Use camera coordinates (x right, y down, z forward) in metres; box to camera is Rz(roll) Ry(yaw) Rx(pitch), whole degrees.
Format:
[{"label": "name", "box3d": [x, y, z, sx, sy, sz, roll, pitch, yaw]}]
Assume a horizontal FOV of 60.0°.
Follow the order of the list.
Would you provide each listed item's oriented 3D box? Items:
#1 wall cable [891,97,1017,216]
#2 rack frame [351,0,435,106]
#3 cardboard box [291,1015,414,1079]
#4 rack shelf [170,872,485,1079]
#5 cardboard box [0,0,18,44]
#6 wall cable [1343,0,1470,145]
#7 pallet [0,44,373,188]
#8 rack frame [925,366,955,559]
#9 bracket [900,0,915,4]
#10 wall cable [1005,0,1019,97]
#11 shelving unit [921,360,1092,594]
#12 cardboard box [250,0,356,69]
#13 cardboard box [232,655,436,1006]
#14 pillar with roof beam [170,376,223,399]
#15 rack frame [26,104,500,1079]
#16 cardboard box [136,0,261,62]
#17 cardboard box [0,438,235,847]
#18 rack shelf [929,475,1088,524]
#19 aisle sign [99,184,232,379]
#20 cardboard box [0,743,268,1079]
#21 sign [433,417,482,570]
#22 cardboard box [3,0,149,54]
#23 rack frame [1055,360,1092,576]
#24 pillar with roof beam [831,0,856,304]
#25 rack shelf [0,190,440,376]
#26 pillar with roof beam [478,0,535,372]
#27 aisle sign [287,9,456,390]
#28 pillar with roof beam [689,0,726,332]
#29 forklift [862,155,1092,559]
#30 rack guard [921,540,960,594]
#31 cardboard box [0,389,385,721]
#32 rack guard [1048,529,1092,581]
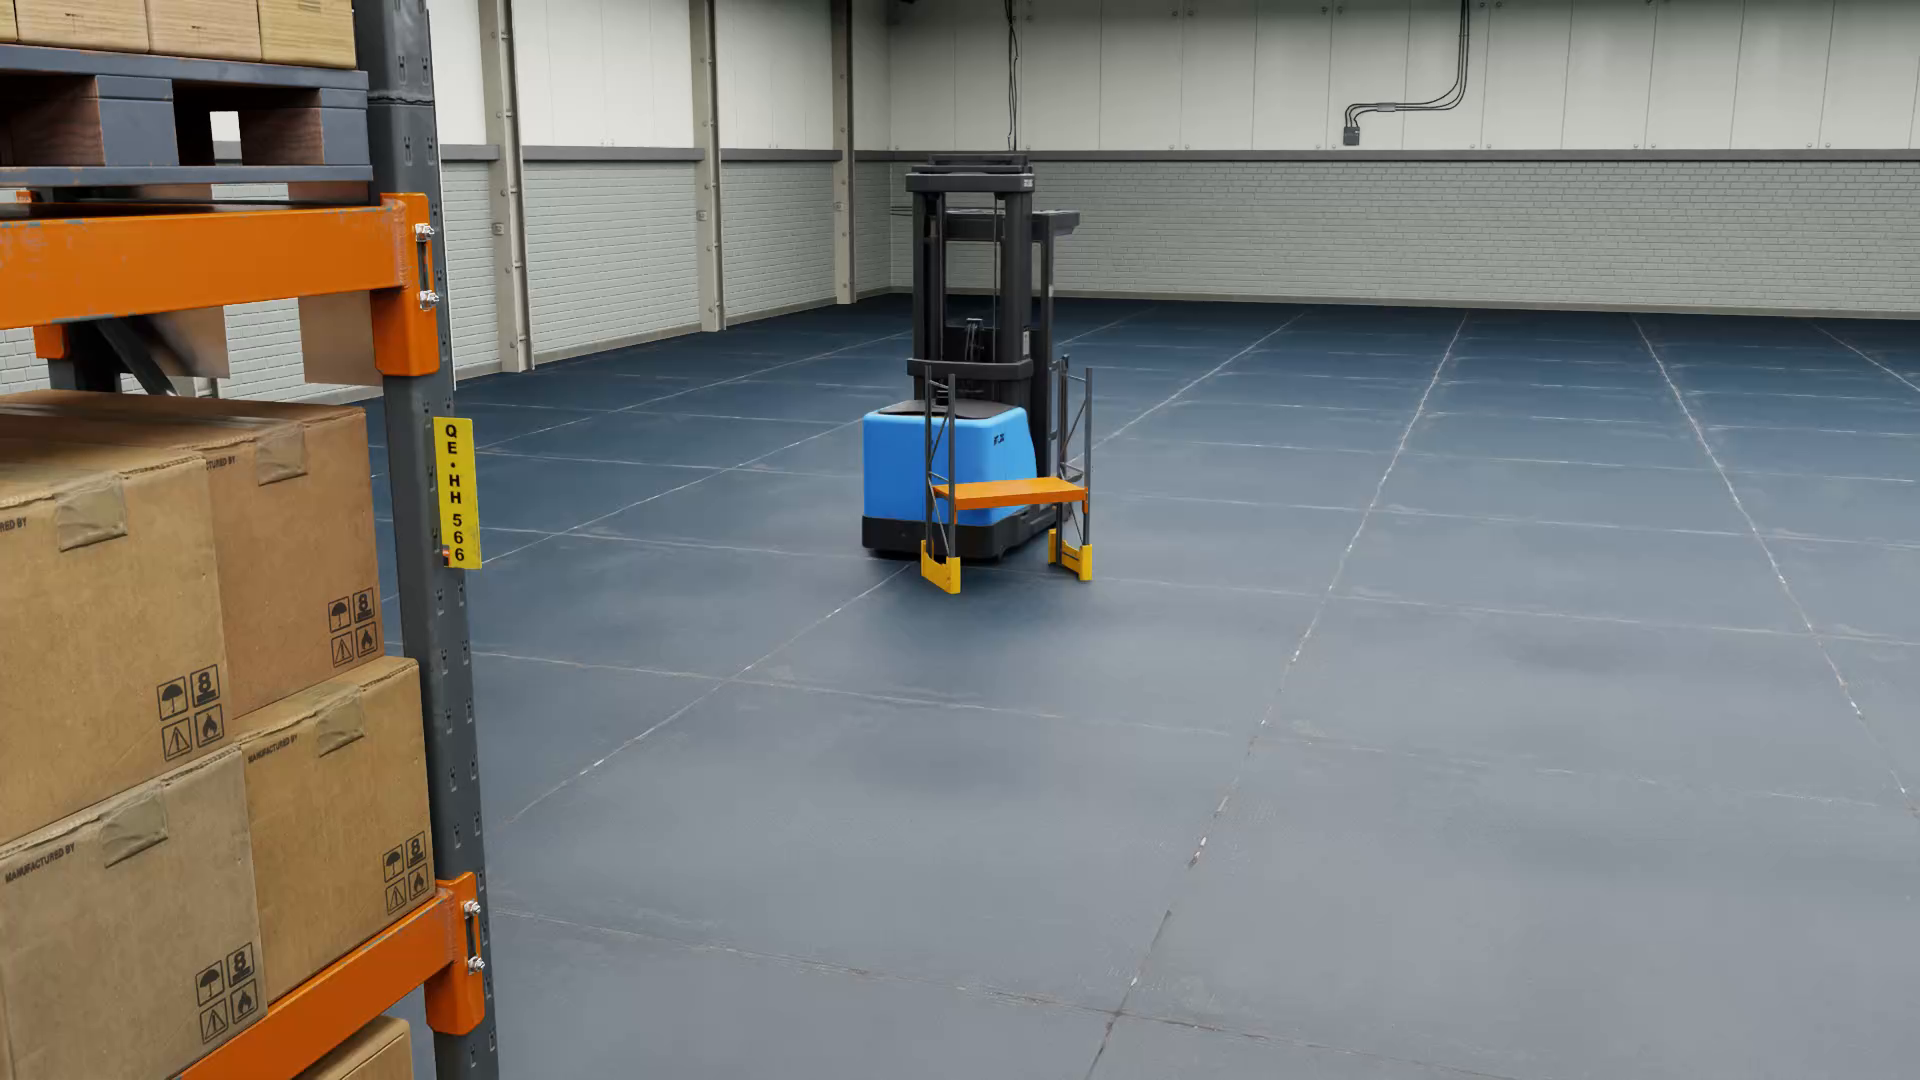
[{"label": "wall cable", "box3d": [-0.164, -8.323, 36.210, 3.097, 2.526, 0.112, 4, 14, 18]}, {"label": "rack frame", "box3d": [-1.583, -2.385, 3.216, 1.000, 3.000, 0.127, 4, 14, 18]}, {"label": "cardboard box", "box3d": [-1.740, 1.518, 3.427, 0.875, 0.875, 0.875, 4, 14, 19]}, {"label": "rack shelf", "box3d": [-2.230, 1.311, 2.119, 1.077, 0.370, 4.000, 4, 14, 18]}, {"label": "cardboard box", "box3d": [-1.617, -0.799, 2.404, 0.380, 0.149, 0.250, 4, 14, 19]}, {"label": "wall cable", "box3d": [8.814, -10.808, 32.476, 2.305, 6.003, 0.169, 4, 14, 18]}, {"label": "pallet", "box3d": [-1.813, -0.723, 2.872, 1.003, 0.211, 1.213, 4, 14, 18]}, {"label": "rack frame", "box3d": [-0.139, -0.426, 11.484, 0.032, 1.500, 0.500, -5, 14, -21]}, {"label": "bracket", "box3d": [-1.132, -11.628, 35.620, 0.235, 0.232, 0.430, 4, 14, 18]}, {"label": "wall cable", "box3d": [2.396, -10.591, 34.794, 3.097, 2.526, 0.112, 4, 14, 18]}, {"label": "shelving unit", "box3d": [0.326, -0.466, 11.661, 1.083, 1.500, 0.587, -5, 14, -21]}, {"label": "cardboard box", "box3d": [-1.370, -0.960, 3.107, 0.380, 0.149, 0.250, 4, 14, 18]}, {"label": "cardboard box", "box3d": [-1.660, 0.548, 3.511, 0.875, 0.550, 0.550, 4, 14, 18]}, {"label": "pillar with roof beam", "box3d": [-4.119, -5.212, 15.601, 9.100, 9.000, 0.400, 4, 14, 18]}, {"label": "rack frame", "box3d": [-1.583, 0.539, 3.884, 1.000, 3.000, 0.127, 4, 14, 18]}, {"label": "cardboard box", "box3d": [-1.452, -0.907, 2.874, 0.380, 0.149, 0.250, 4, 14, 19]}, {"label": "cardboard box", "box3d": [-1.830, 0.138, 2.881, 0.875, 0.550, 0.550, 4, 14, 18]}, {"label": "rack shelf", "box3d": [0.335, -0.292, 11.704, 1.000, 0.185, 0.538, -5, 14, -21]}, {"label": "aisle sign", "box3d": [-1.844, -0.765, 3.755, 0.394, 0.787, 0.004, 4, 14, 18]}, {"label": "cardboard box", "box3d": [-1.817, 0.665, 2.996, 0.875, 0.550, 0.550, 4, 14, 18]}, {"label": "sign", "box3d": [-1.074, -0.099, 3.545, 0.100, 0.325, 0.005, 4, 14, 18]}, {"label": "cardboard box", "box3d": [-1.534, -0.853, 2.637, 0.380, 0.149, 0.250, 5, 14, 19]}, {"label": "rack frame", "box3d": [0.808, -0.508, 11.845, 0.032, 1.500, 0.500, -5, 14, -21]}, {"label": "pillar with roof beam", "box3d": [1.705, -9.002, 32.206, 9.100, 9.000, 0.548, 4, 14, 18]}, {"label": "rack shelf", "box3d": [-2.230, -0.151, 1.785, 1.077, 0.370, 4.000, 4, 14, 18]}, {"label": "pillar with roof beam", "box3d": [-2.178, -6.475, 21.136, 9.100, 9.000, 0.400, 4, 14, 18]}, {"label": "aisle sign", "box3d": [-1.276, -0.721, 3.565, 0.394, 0.787, 0.004, 4, 14, 18]}, {"label": "pillar with roof beam", "box3d": [-0.236, -7.739, 26.671, 9.100, 9.000, 0.400, 4, 14, 18]}, {"label": "forklift", "box3d": [0.292, -1.572, 13.289, 1.130, 2.935, 3.031, 5, 14, 21]}, {"label": "rack guard", "box3d": [-0.138, 0.183, 11.623, 0.087, 0.250, 0.587, -5, 14, -21]}, {"label": "cardboard box", "box3d": [-1.739, 0.015, 3.417, 0.875, 0.550, 0.550, 4, 14, 18]}, {"label": "rack guard", "box3d": [0.790, 0.103, 11.977, 0.087, 0.250, 0.587, -5, 14, -21]}]
